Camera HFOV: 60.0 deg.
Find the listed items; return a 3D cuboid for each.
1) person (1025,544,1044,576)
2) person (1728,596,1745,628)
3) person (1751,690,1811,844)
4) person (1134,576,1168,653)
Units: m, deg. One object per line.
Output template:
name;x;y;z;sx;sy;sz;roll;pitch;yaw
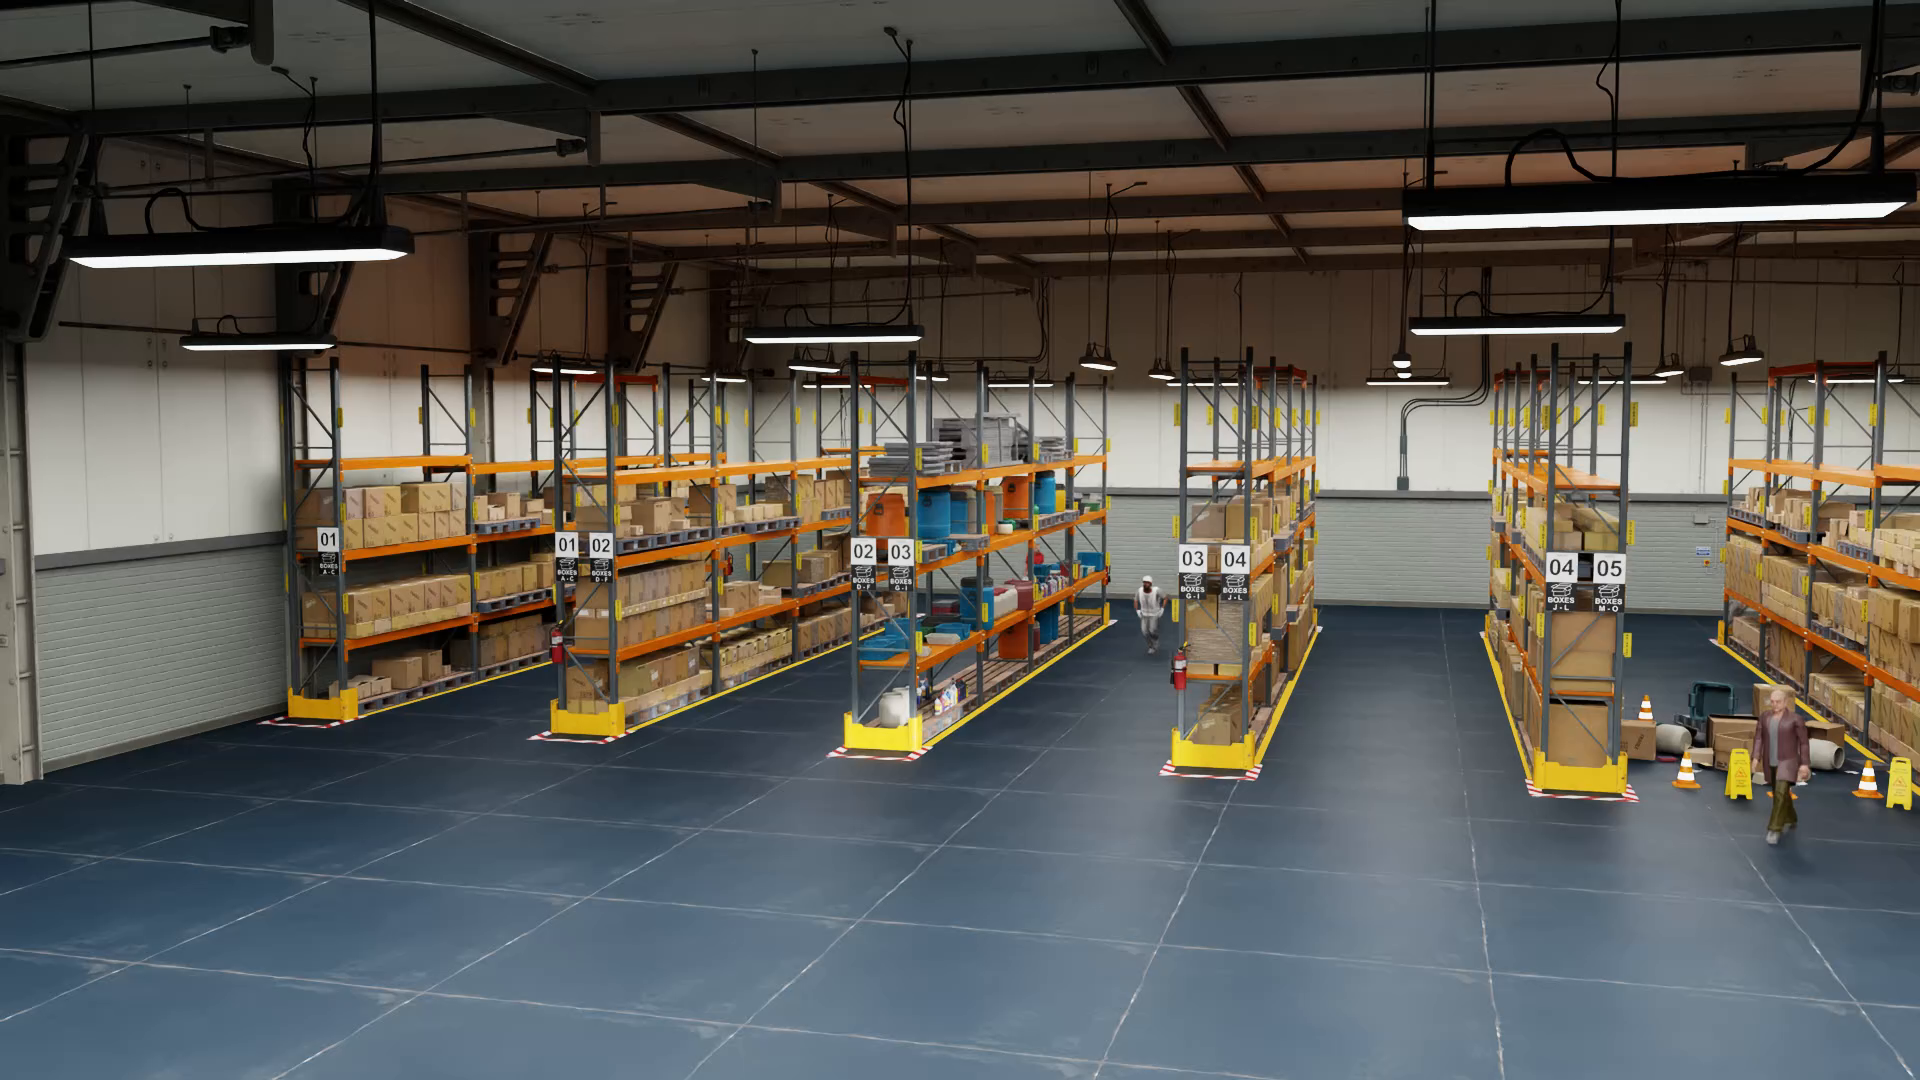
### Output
person;1.980;0.920;44.270;1.119;1.662;0.508;3;5;34
person;17.823;1.413;38.045;0.819;1.564;0.415;1;4;10
person;9.729;2.654;19.781;0.967;1.741;0.609;-2;5;-30
person;4.034;1.581;35.200;0.719;1.683;0.648;2;5;23
